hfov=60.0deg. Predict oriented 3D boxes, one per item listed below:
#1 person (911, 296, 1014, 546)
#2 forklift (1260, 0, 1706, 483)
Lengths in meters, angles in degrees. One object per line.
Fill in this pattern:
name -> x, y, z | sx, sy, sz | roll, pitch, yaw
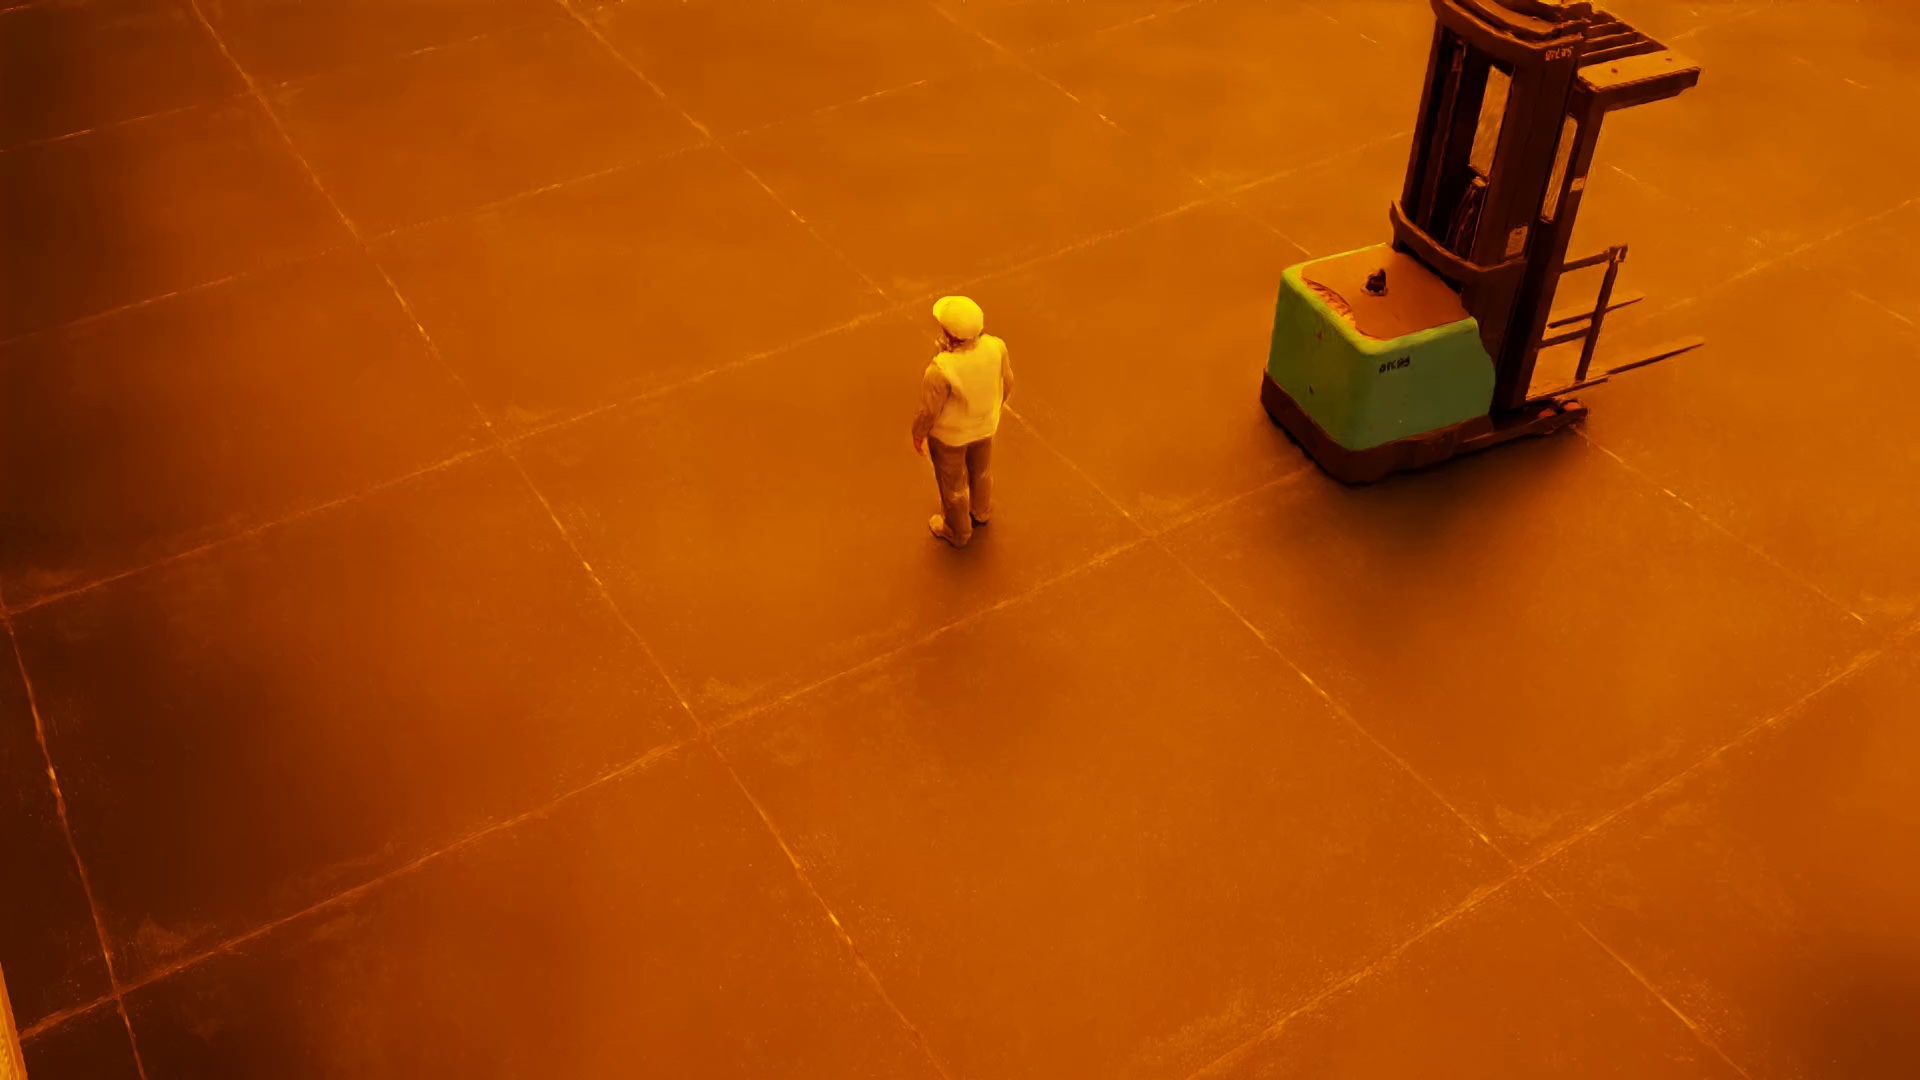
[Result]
person -> -0.027, -0.709, 9.554 | 0.632, 1.768, 0.567 | -23, 46, -24
forklift -> 3.561, -2.099, 10.273 | 3.031, 2.935, 1.130 | -16, 44, -17
